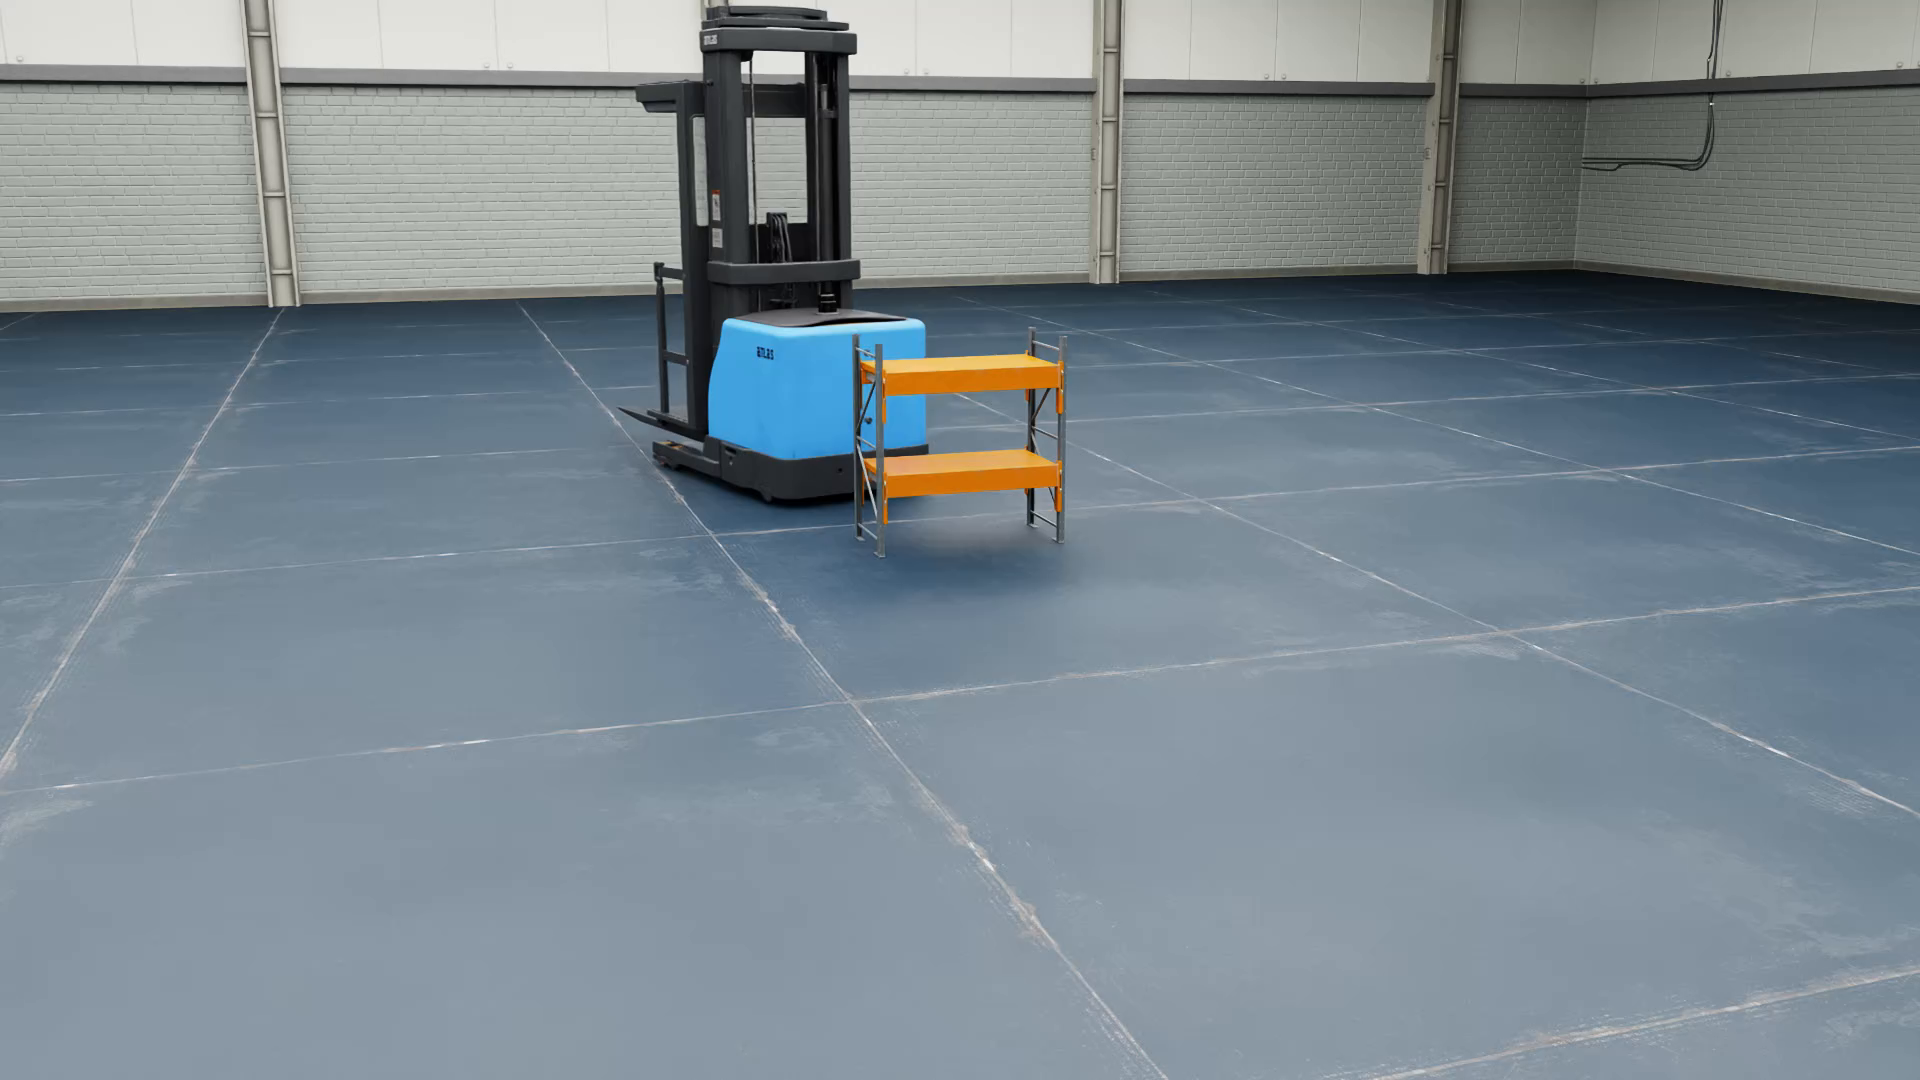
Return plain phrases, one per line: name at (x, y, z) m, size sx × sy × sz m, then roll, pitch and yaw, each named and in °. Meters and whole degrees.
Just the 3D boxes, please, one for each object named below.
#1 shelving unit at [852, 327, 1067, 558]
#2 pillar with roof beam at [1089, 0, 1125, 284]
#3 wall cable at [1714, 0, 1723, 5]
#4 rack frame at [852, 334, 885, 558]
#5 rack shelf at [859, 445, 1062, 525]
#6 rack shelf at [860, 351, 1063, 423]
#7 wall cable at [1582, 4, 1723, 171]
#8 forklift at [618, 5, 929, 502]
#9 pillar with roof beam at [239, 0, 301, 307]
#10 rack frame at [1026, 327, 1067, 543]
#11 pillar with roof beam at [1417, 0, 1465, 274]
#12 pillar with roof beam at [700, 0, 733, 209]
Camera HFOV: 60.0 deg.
shelving unit at (-0.006, -0.547, 9.011) m, size 1.048 × 1.125 × 0.538 m, roll -4°, pitch 14°, yaw -18°
pillar with roof beam at (3.636, -7.484, 21.158) m, size 0.400 × 9.000 × 9.100 m, roll -4°, pitch 14°, yaw -18°
wall cable at (12.026, -9.151, 23.965) m, size 0.112 × 2.526 × 3.097 m, roll -4°, pitch 14°, yaw -18°
rack frame at (-0.488, -0.509, 8.853) m, size 0.032 × 1.125 × 0.500 m, roll -4°, pitch 14°, yaw -18°
rack shelf at (-0.006, -0.309, 9.067) m, size 1.000 × 0.278 × 0.538 m, roll -4°, pitch 14°, yaw -18°
rack shelf at (-0.006, -0.831, 8.943) m, size 1.000 × 0.278 × 0.538 m, roll -4°, pitch 14°, yaw -18°
wall cable at (11.163, -7.287, 27.044) m, size 0.112 × 2.526 × 3.097 m, roll -4°, pitch 14°, yaw -18°
forklift at (-1.424, -1.945, 10.984) m, size 1.130 × 2.935 × 3.031 m, roll -9°, pitch 16°, yaw -32°
pillar with roof beam at (-7.737, -6.598, 17.435) m, size 0.400 × 9.000 × 9.100 m, roll -4°, pitch 14°, yaw -18°
rack frame at (0.475, -0.584, 9.168) m, size 0.032 × 1.125 × 0.500 m, roll -4°, pitch 14°, yaw -18°
pillar with roof beam at (9.323, -7.926, 23.020) m, size 0.400 × 9.000 × 9.100 m, roll -4°, pitch 14°, yaw -18°
pillar with roof beam at (-2.051, -7.041, 19.297) m, size 0.400 × 9.000 × 9.100 m, roll -4°, pitch 14°, yaw -18°
